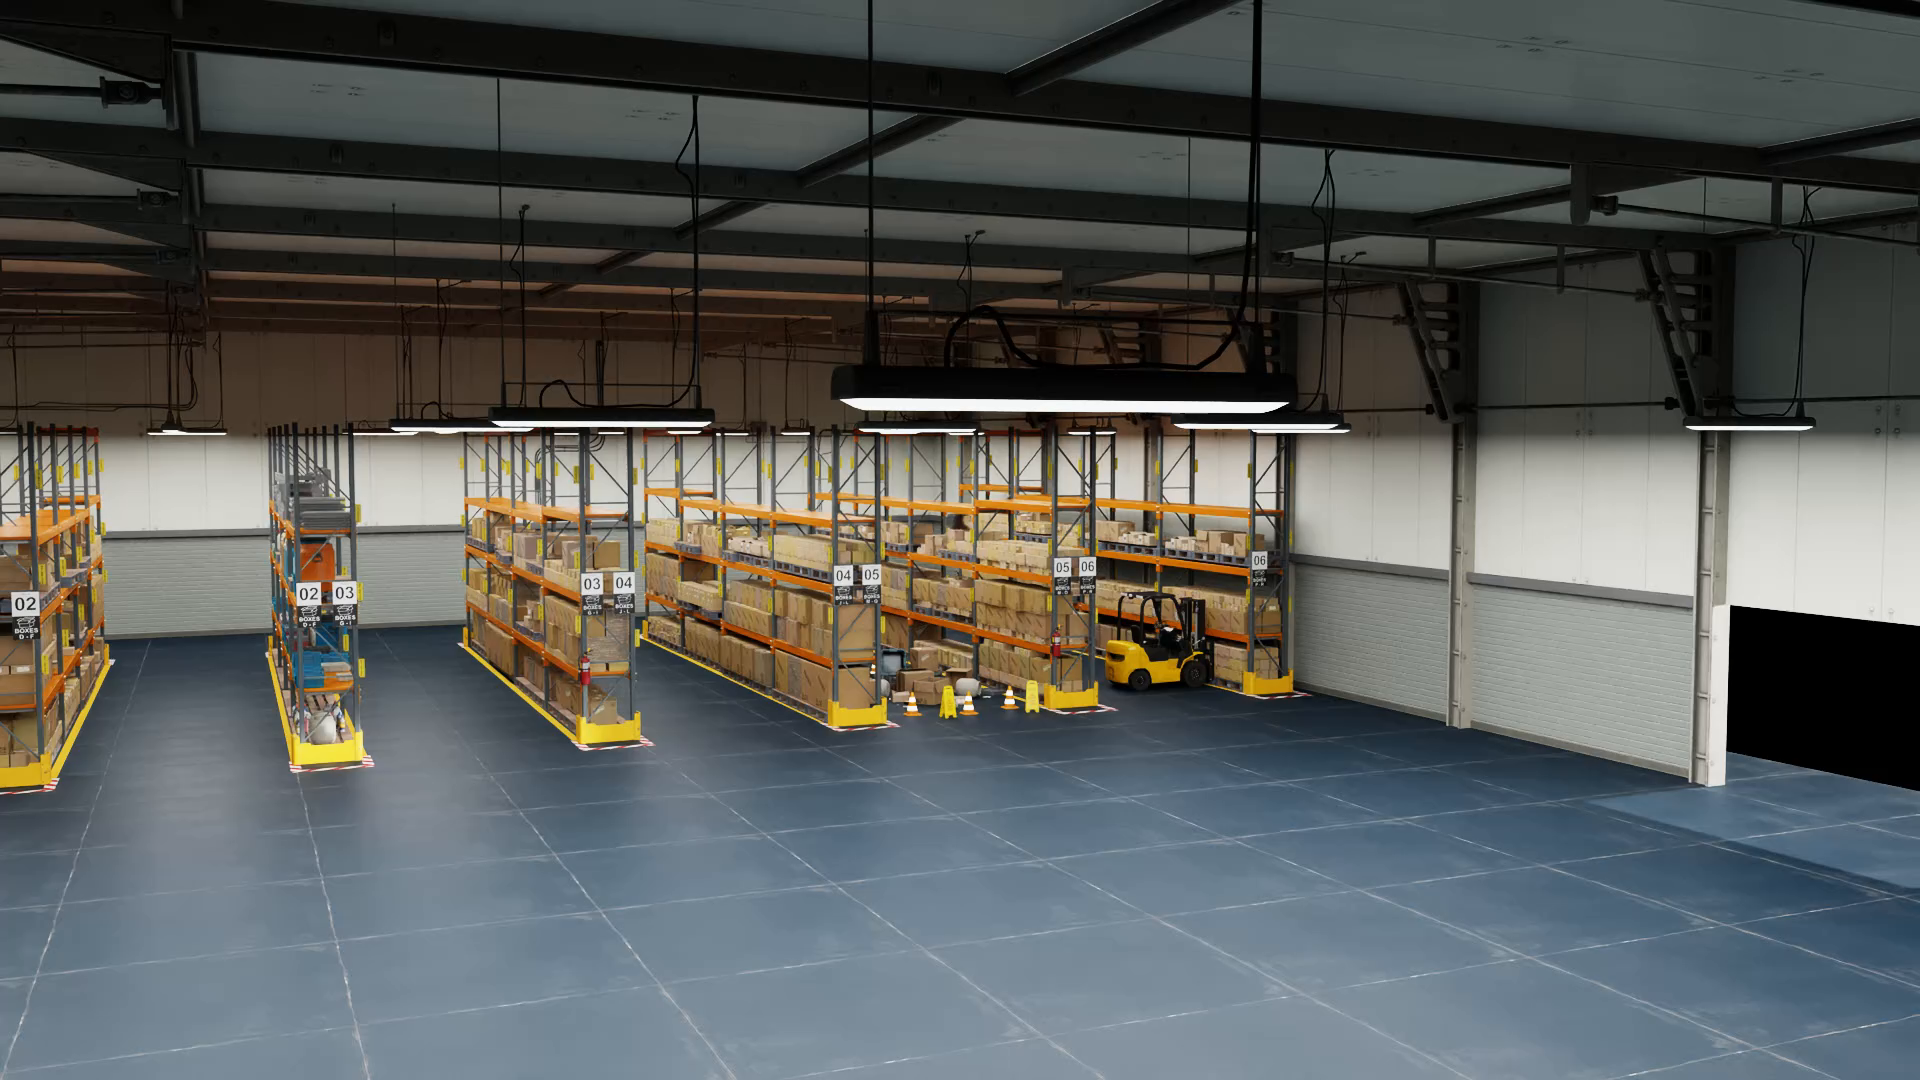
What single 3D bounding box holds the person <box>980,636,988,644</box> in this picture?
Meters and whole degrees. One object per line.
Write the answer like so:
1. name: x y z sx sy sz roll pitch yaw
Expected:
1. person: 0.616 2.273 43.260 0.367 1.644 0.493 -1 4 -11
